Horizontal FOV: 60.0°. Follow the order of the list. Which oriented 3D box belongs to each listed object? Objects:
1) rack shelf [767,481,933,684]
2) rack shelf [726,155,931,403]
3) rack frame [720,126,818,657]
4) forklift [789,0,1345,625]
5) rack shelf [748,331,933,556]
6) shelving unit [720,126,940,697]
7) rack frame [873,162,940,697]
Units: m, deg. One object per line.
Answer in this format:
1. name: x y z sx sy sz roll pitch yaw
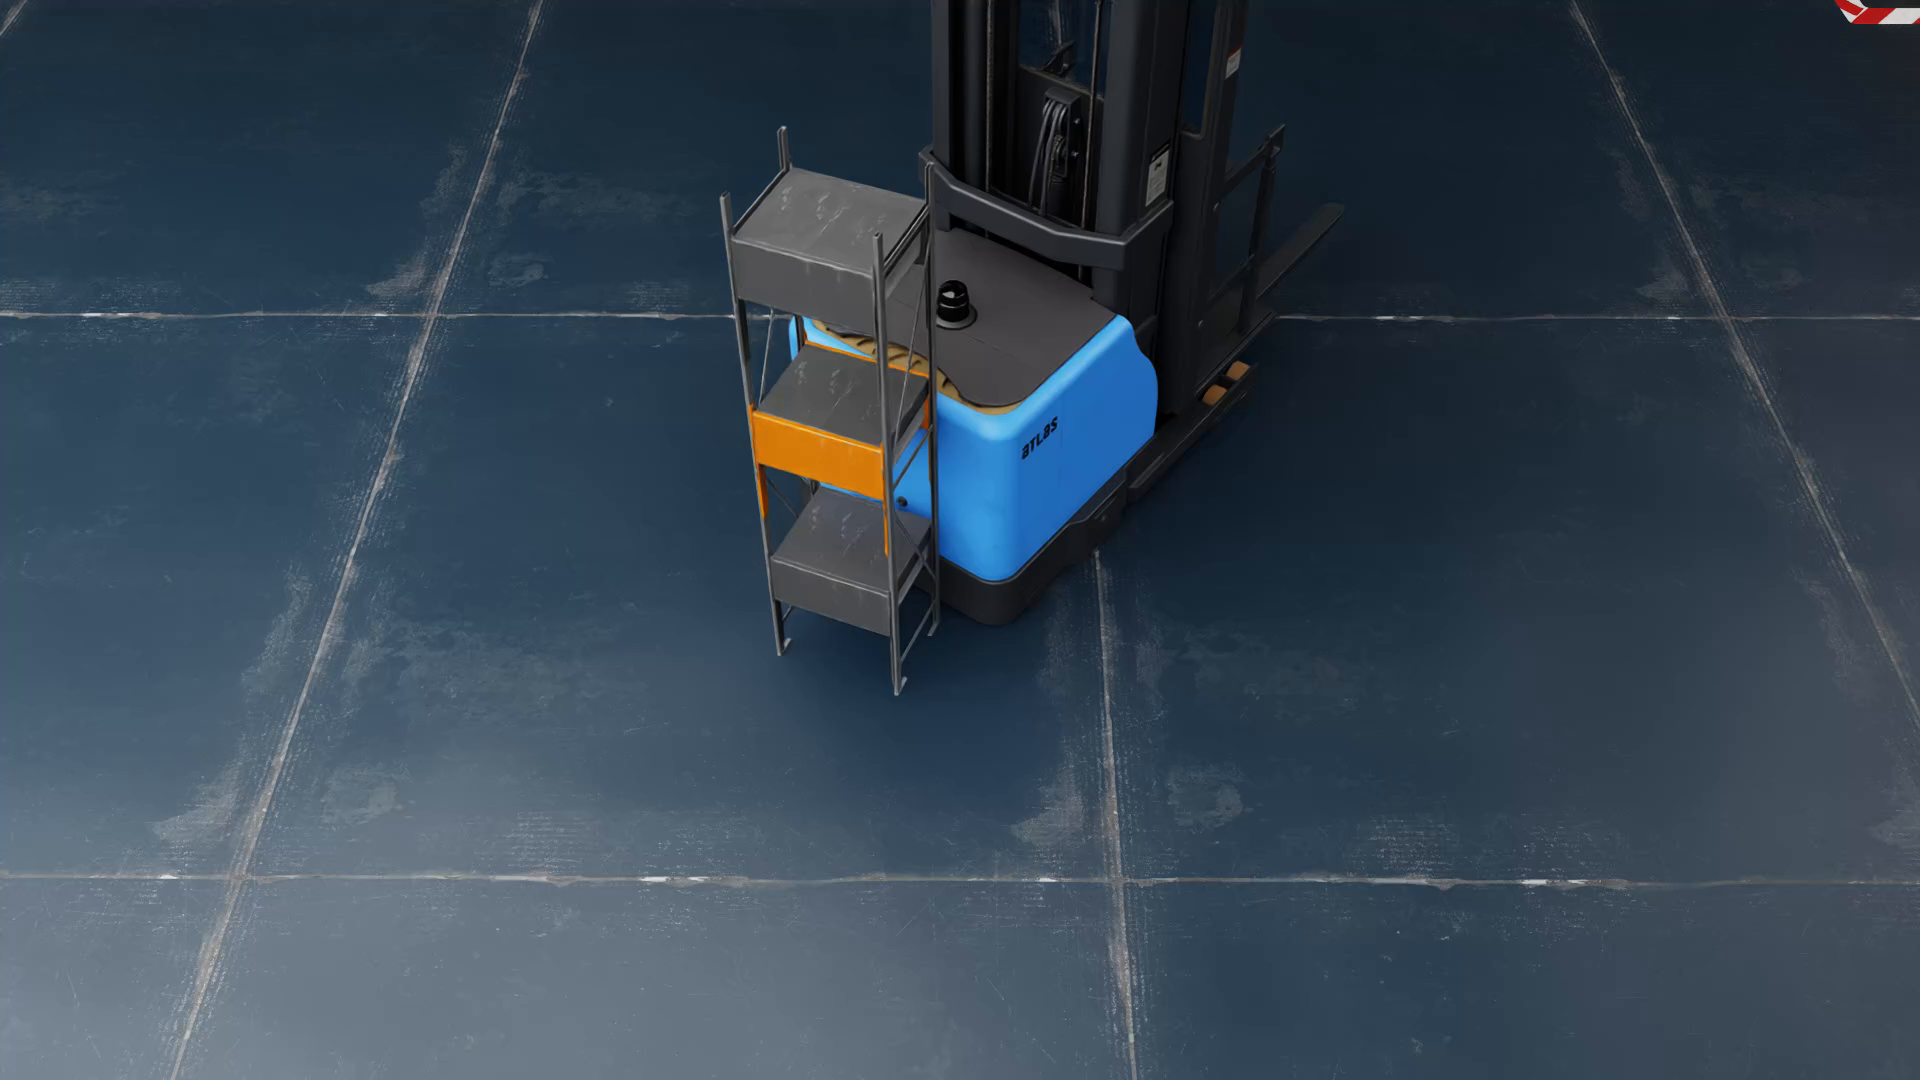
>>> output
1. rack shelf: -0.386 0.149 6.151 0.480 0.518 0.431 17 49 15
2. rack shelf: -0.386 -0.804 5.127 0.480 0.518 0.431 17 49 15
3. rack frame: -0.611 -0.406 5.694 0.015 2.100 0.400 17 49 15
4. forklift: 0.653 -1.705 6.335 1.130 2.935 3.031 29 53 24
5. rack shelf: -0.386 -0.328 5.639 0.480 0.518 0.431 17 49 15
6. shelving unit: -0.386 -0.337 5.629 0.503 2.100 0.431 17 49 15
7. rack frame: -0.161 -0.268 5.565 0.015 2.100 0.400 17 49 15
